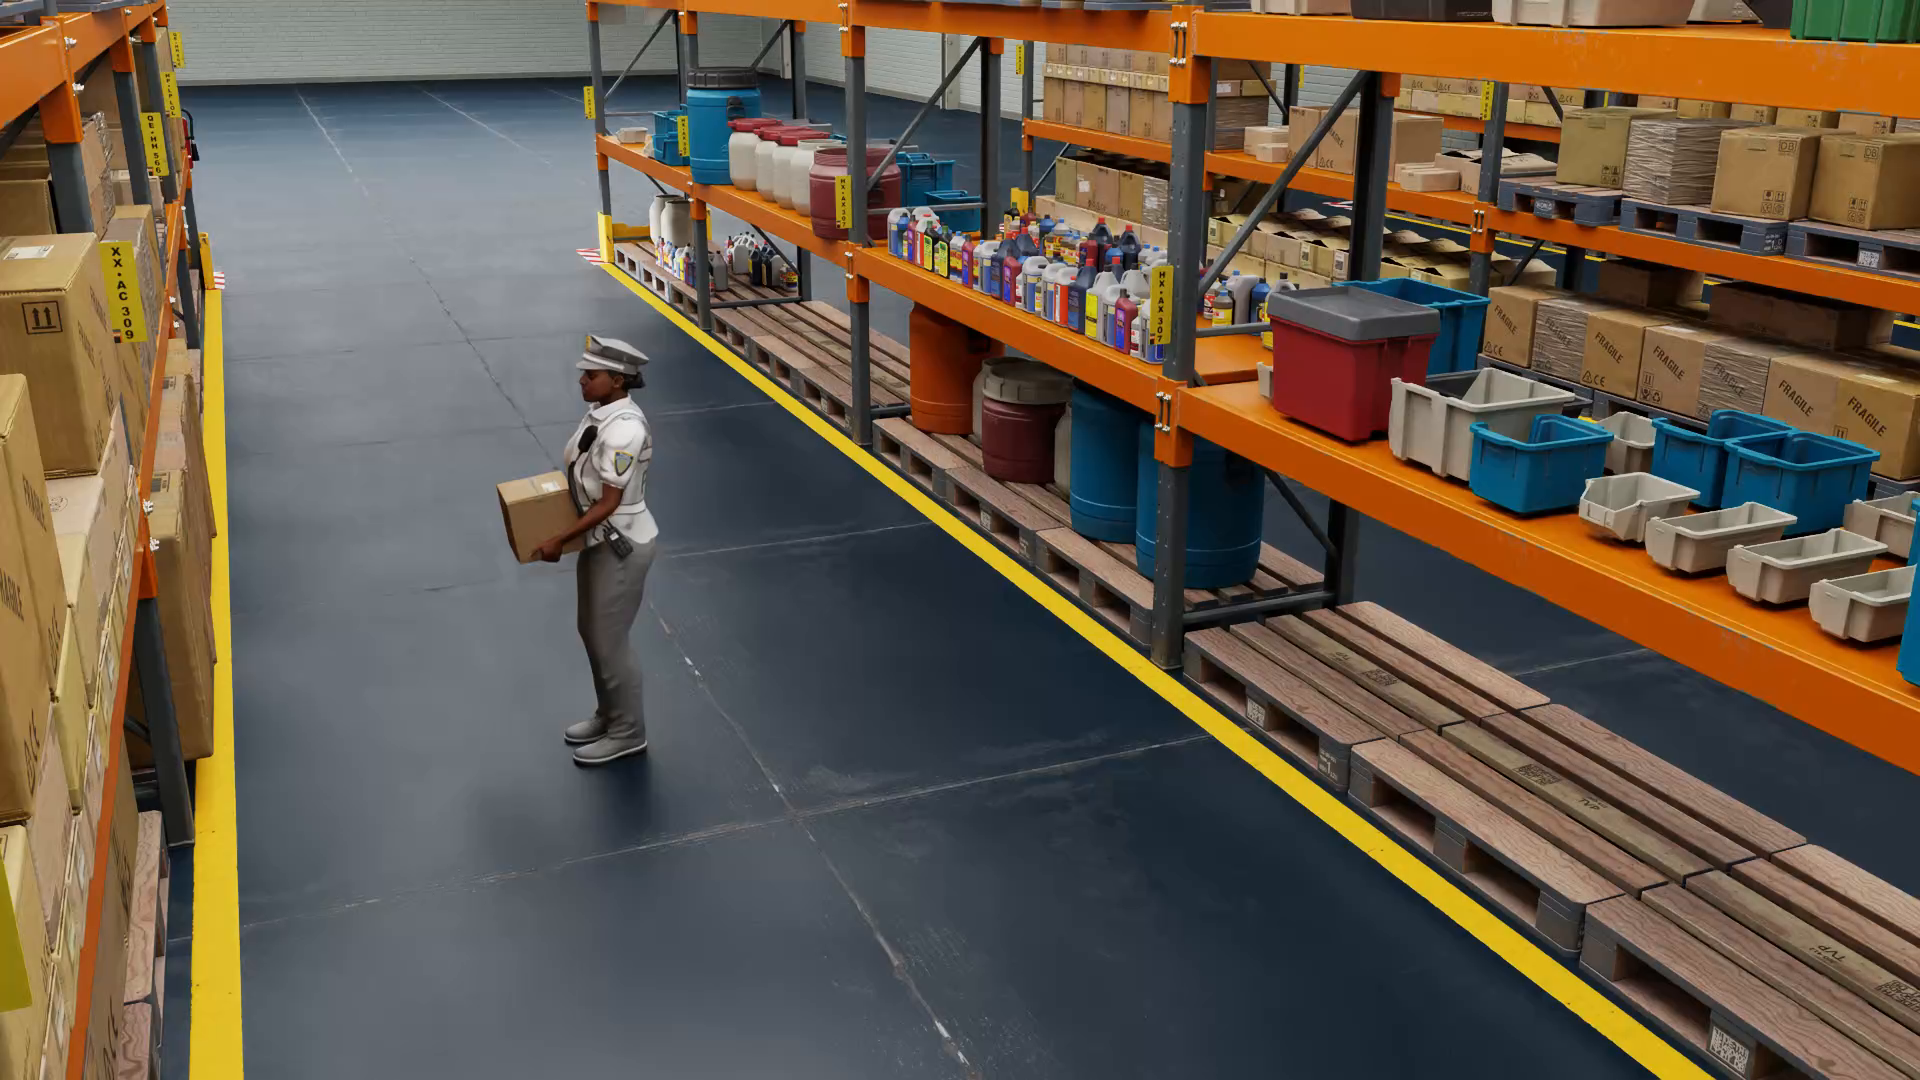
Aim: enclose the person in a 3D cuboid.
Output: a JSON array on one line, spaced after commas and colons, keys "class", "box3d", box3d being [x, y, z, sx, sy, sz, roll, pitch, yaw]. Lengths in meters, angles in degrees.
[{"class": "person", "box3d": [-1.424, 0.033, 6.435, 0.514, 1.690, 0.450, -8, 20, -21]}]
